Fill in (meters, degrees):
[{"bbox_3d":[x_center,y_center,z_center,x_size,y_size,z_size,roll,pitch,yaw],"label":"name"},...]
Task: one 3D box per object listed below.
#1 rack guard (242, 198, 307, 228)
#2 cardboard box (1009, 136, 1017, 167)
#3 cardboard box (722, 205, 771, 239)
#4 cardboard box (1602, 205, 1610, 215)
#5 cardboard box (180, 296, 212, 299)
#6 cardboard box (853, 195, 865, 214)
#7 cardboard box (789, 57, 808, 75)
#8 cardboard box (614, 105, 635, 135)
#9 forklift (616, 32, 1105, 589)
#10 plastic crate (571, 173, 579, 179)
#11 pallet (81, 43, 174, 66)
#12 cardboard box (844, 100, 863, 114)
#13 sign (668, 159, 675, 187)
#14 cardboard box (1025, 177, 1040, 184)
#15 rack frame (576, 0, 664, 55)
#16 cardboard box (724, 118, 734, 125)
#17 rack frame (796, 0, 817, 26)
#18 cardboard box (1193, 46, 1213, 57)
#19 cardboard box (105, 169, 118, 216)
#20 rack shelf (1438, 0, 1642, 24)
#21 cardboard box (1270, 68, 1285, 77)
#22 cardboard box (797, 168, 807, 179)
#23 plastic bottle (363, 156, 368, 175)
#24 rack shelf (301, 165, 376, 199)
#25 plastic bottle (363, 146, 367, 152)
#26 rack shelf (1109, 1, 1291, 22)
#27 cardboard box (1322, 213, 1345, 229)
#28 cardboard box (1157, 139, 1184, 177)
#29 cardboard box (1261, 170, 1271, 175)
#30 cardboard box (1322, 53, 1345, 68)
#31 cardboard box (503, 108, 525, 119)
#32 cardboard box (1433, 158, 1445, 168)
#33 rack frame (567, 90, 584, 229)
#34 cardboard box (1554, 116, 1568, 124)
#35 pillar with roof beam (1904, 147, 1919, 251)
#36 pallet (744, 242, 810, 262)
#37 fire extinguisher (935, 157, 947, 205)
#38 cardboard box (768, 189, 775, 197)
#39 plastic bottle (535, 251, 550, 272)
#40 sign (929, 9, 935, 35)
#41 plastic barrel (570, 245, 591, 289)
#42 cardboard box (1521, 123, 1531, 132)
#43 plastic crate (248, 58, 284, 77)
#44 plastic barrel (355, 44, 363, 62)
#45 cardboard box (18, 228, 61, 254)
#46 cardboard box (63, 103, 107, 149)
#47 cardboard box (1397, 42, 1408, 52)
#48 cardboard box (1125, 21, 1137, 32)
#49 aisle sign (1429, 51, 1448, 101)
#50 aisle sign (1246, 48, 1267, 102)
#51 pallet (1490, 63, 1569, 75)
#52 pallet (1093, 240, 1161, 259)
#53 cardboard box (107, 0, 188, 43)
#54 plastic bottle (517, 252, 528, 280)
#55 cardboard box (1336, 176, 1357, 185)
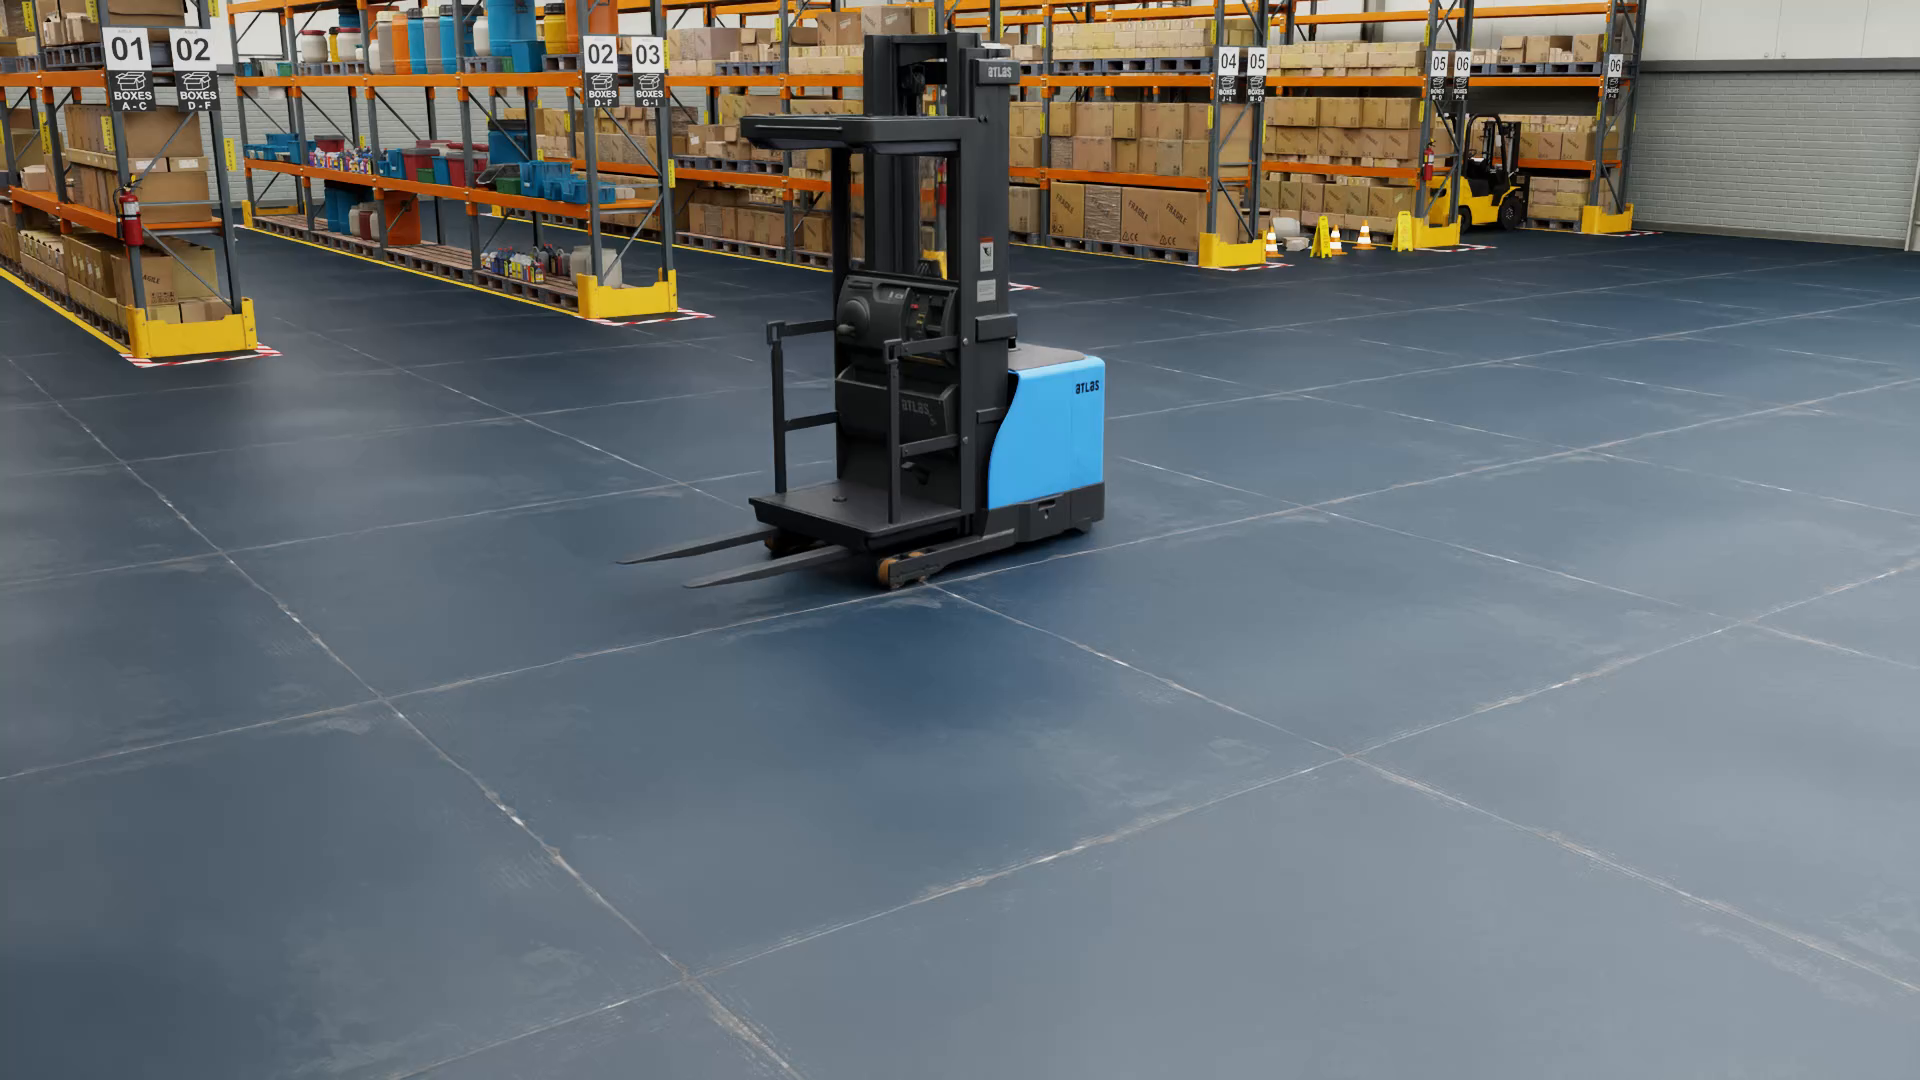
[{"bbox_3d":[-13.342,-6.383,32.450,1.175,0.500,0.348,-11,19,-35],"label":"rack guard"},{"bbox_3d":[0.996,-6.766,28.926,0.500,0.500,0.500,-11,19,-35],"label":"cardboard box"},{"bbox_3d":[-3.522,-5.276,27.573,0.700,0.500,0.500,-9,18,-30],"label":"cardboard box"},{"bbox_3d":[11.995,-6.259,31.674,0.500,0.250,0.500,-11,19,-34],"label":"cardboard box"},{"bbox_3d":[-8.351,-2.532,18.060,0.500,0.250,0.500,-11,19,-35],"label":"cardboard box"},{"bbox_3d":[-1.761,-6.713,32.861,0.500,0.500,0.500,-12,19,-37],"label":"cardboard box"},{"bbox_3d":[-2.198,-7.030,24.683,0.500,0.250,0.500,-12,19,-37],"label":"cardboard box"},{"bbox_3d":[-5.805,-7.619,30.140,0.797,0.503,0.637,-10,18,-33],"label":"cardboard box"},{"bbox_3d":[-0.514,-1.302,9.281,3.031,2.935,1.130,-14,21,-42],"label":"forklift"},{"bbox_3d":[-5.392,-4.757,22.057,0.499,0.251,0.616,-11,19,-35],"label":"plastic crate"},{"bbox_3d":[-8.314,-4.960,17.002,1.003,0.211,1.213,-11,19,-35],"label":"pallet"},{"bbox_3d":[-1.305,-6.012,23.712,0.500,0.500,0.500,-11,19,-35],"label":"cardboard box"},{"bbox_3d":[-3.462,-4.387,19.898,0.100,0.325,0.005,-11,19,-35],"label":"sign"},{"bbox_3d":[2.023,-7.904,36.504,0.875,0.875,0.875,-10,18,-33],"label":"cardboard box"},{"bbox_3d":[-3.910,-7.063,18.834,1.000,3.000,0.127,-11,19,-35],"label":"rack frame"},{"bbox_3d":[-4.864,-9.045,36.689,0.500,0.500,0.500,-11,19,-34],"label":"cardboard box"},{"bbox_3d":[-2.888,-11.142,33.739,1.000,3.000,0.127,-11,19,-35],"label":"rack frame"},{"bbox_3d":[3.698,-7.281,24.805,0.380,0.149,0.250,-11,19,-35],"label":"cardboard box"},{"bbox_3d":[-8.783,-3.769,17.976,0.700,0.500,0.500,-11,19,-34],"label":"cardboard box"},{"bbox_3d":[10.949,-10.028,31.789,1.077,0.370,4.000,-11,19,-35],"label":"rack shelf"},{"bbox_3d":[5.852,-8.486,30.193,0.380,0.149,0.250,-11,19,-34],"label":"cardboard box"},{"bbox_3d":[-2.236,-5.523,25.048,0.380,0.149,0.250,-11,19,-35],"label":"cardboard box"},{"bbox_3d":[-9.332,-5.890,26.137,0.061,0.283,0.133,-11,19,-35],"label":"plastic bottle"},{"bbox_3d":[-9.790,-5.957,27.523,1.077,0.370,4.000,-11,19,-35],"label":"rack shelf"},{"bbox_3d":[-10.161,-6.562,28.463,0.144,0.351,0.185,-11,19,-35],"label":"plastic bottle"},{"bbox_3d":[4.585,-10.111,32.092,1.077,0.370,4.000,-11,19,-35],"label":"rack shelf"},{"bbox_3d":[6.809,-5.706,29.654,0.500,0.250,0.500,-12,19,-37],"label":"cardboard box"},{"bbox_3d":[3.572,-5.945,25.830,0.875,0.550,0.550,-11,19,-35],"label":"cardboard box"},{"bbox_3d":[6.926,-8.331,37.545,0.380,0.149,0.250,-12,19,-37],"label":"cardboard box"},{"bbox_3d":[6.691,-8.386,29.074,0.500,0.250,0.500,-11,19,-34],"label":"cardboard box"},{"bbox_3d":[-8.953,-8.536,33.882,0.500,0.500,0.500,-11,19,-36],"label":"cardboard box"},{"bbox_3d":[8.080,-6.459,28.471,0.380,0.149,0.250,-11,19,-34],"label":"cardboard box"},{"bbox_3d":[-6.959,-7.500,31.797,1.000,3.000,0.127,-11,19,-35],"label":"rack frame"},{"bbox_3d":[11.398,-7.895,31.258,0.380,0.149,0.250,-10,18,-33],"label":"cardboard box"},{"bbox_3d":[12.490,-8.480,24.013,9.100,9.000,0.400,-11,19,-35],"label":"pillar with roof beam"},{"bbox_3d":[-2.714,-4.613,26.530,1.003,0.211,1.213,-11,19,-35],"label":"pallet"},{"bbox_3d":[-0.209,-4.804,22.094,0.296,0.674,0.183,-11,19,-35],"label":"fire extinguisher"},{"bbox_3d":[-3.905,-7.468,35.720,0.380,0.149,0.250,-10,18,-33],"label":"cardboard box"},{"bbox_3d":[-5.642,-3.759,22.456,0.152,0.276,0.135,-11,19,-35],"label":"plastic bottle"},{"bbox_3d":[-0.364,-6.730,21.623,0.100,0.325,0.005,-11,19,-35],"label":"sign"},{"bbox_3d":[-4.653,-3.407,20.760,0.421,0.512,0.421,0,15,0],"label":"plastic barrel"},{"bbox_3d":[10.921,-7.909,31.873,0.380,0.149,0.250,-11,19,-34],"label":"cardboard box"},{"bbox_3d":[-12.642,-8.633,30.373,0.504,0.338,0.767,-11,19,-35],"label":"plastic crate"},{"bbox_3d":[-9.363,-7.666,26.188,0.301,0.262,0.301,0,15,0],"label":"plastic barrel"},{"bbox_3d":[-12.552,-4.099,22.720,0.500,0.311,0.500,-10,18,-33],"label":"cardboard box"},{"bbox_3d":[-10.005,-4.835,19.413,0.700,0.500,0.500,-11,19,-34],"label":"cardboard box"},{"bbox_3d":[7.554,-8.274,27.906,0.380,0.149,0.250,-10,18,-34],"label":"cardboard box"},{"bbox_3d":[2.798,-7.992,25.892,0.380,0.149,0.250,-11,19,-34],"label":"cardboard box"},{"bbox_3d":[7.914,-7.672,27.499,0.394,0.787,0.004,-11,19,-35],"label":"aisle sign"},{"bbox_3d":[4.452,-6.971,24.941,0.394,0.787,0.004,-11,19,-35],"label":"aisle sign"},{"bbox_3d":[11.009,-9.067,32.007,1.003,0.211,1.213,-11,19,-35],"label":"pallet"},{"bbox_3d":[2.921,-4.760,27.068,1.003,0.211,1.213,-11,19,-35],"label":"pallet"},{"bbox_3d":[-8.253,-5.291,16.787,0.797,0.503,0.637,-9,18,-31],"label":"cardboard box"},{"bbox_3d":[-5.653,-3.550,21.549,0.144,0.351,0.185,-10,18,-32],"label":"plastic bottle"},{"bbox_3d":[6.861,-6.336,29.308,0.380,0.149,0.250,-10,18,-32],"label":"cardboard box"}]
